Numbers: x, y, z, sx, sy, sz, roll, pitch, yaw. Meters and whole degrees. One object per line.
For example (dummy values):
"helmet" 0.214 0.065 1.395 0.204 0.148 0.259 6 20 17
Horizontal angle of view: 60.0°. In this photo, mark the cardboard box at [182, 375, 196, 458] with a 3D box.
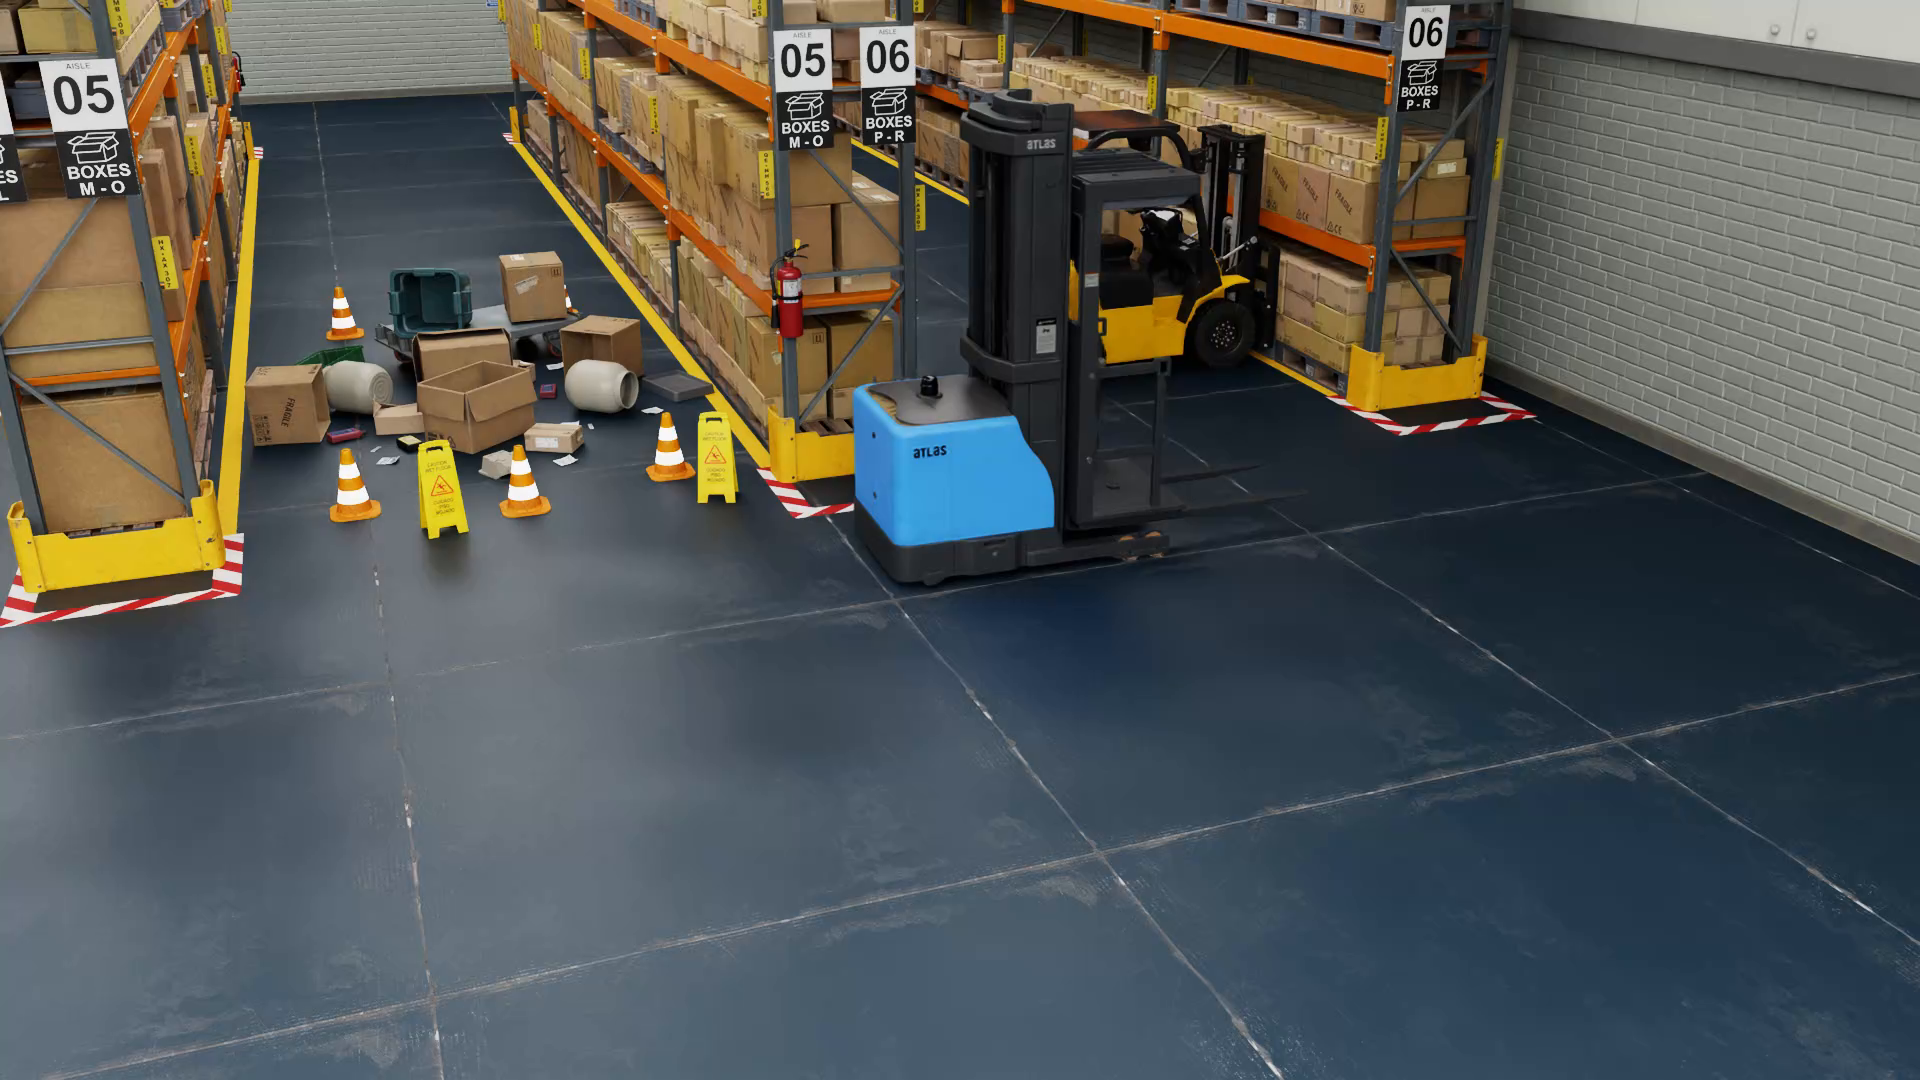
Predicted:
"cardboard box" -6.015 -0.963 11.867 0.875 0.875 0.875 -9 24 -20

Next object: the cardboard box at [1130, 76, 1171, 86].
"cardboard box" 2.099 -5.016 18.325 0.380 0.149 0.250 -9 24 -19

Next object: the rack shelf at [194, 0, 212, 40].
"rack shelf" -8.933 -5.876 18.393 1.077 0.370 4.000 -8 24 -19

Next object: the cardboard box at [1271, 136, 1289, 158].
"cardboard box" 2.976 -3.485 14.693 0.380 0.149 0.250 -8 24 -19

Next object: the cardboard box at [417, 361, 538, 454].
"cardboard box" -3.794 -1.048 13.088 0.637 0.503 0.797 12 26 27

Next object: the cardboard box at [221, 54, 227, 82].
"cardboard box" -9.761 -6.128 21.416 0.500 0.500 0.500 -8 24 -19

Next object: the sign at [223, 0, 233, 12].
"sign" -10.527 -7.753 23.885 0.100 0.325 0.005 -8 24 -19

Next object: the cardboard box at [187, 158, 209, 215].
"cardboard box" -6.927 -3.102 14.620 0.500 0.500 0.500 -8 24 -19

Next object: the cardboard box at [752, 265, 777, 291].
"cardboard box" -1.331 -1.975 12.397 0.380 0.149 0.250 -9 24 -20

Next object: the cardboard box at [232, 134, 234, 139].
"cardboard box" -10.096 -5.431 22.637 0.380 0.149 0.250 -8 24 -19

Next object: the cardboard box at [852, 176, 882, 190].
"cardboard box" -0.899 -2.489 12.781 0.500 0.500 0.500 -8 24 -17

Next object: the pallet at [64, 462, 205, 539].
"pallet" -5.756 -0.186 11.420 1.003 0.211 1.213 -8 24 -19

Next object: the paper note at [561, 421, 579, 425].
"paper note" -3.161 -0.934 13.440 0.148 0.019 0.142 0 23 -1

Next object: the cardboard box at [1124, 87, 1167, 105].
"cardboard box" 1.950 -4.669 17.502 0.380 0.149 0.250 -8 24 -19

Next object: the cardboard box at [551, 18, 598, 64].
"cardboard box" -4.778 -6.212 20.709 0.500 0.500 0.500 -9 24 -20

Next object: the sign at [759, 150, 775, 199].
"sign" -1.332 -2.518 11.464 0.100 0.325 0.005 -8 24 -19

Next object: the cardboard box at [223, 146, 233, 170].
"cardboard box" -8.971 -4.514 19.811 0.500 0.250 0.500 -7 24 -16

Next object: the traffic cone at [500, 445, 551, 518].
"traffic cone" -3.083 -0.442 11.703 0.336 0.463 0.334 -8 24 -19

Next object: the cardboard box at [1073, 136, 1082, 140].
"cardboard box" 1.482 -4.674 18.672 0.500 0.250 0.500 -8 24 -17

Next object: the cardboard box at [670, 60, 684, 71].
"cardboard box" -2.790 -4.934 17.207 0.380 0.149 0.250 -10 25 -22

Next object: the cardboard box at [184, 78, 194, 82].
"cardboard box" -8.482 -4.928 18.097 0.380 0.149 0.250 -9 25 -21

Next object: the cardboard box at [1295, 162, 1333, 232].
"cardboard box" 3.243 -2.969 14.302 0.500 0.500 0.500 -8 24 -17

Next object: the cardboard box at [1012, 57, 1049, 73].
"cardboard box" 0.848 -5.685 19.913 0.380 0.149 0.250 -8 24 -17

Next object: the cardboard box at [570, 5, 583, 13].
"cardboard box" -4.986 -6.981 22.534 0.500 0.500 0.500 -8 24 -19

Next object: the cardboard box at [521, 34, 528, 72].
"cardboard box" -5.997 -7.006 23.882 0.500 0.500 0.500 -8 24 -17

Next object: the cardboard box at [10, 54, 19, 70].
"cardboard box" -6.015 -2.957 10.195 0.380 0.149 0.250 -8 24 -18

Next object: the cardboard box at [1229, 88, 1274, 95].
"cardboard box" 2.869 -4.354 16.371 0.380 0.149 0.250 -9 24 -20

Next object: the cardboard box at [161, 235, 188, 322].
"cardboard box" -5.869 -1.807 11.482 0.875 0.550 0.550 -8 24 -19

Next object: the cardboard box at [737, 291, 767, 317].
"cardboard box" -1.525 -1.858 12.995 0.380 0.149 0.250 -8 24 -17

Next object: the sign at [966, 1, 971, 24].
"sign" 0.116 -7.561 23.836 0.100 0.325 0.005 -8 24 -19

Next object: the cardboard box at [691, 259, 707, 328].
"cardboard box" -2.063 -2.189 14.614 0.500 0.500 0.500 -7 24 -17

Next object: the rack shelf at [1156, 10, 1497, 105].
"rack shelf" 3.130 -4.367 14.814 1.077 0.370 4.000 -8 24 -19

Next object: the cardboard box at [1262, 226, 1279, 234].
"cardboard box" 3.138 -2.911 16.006 0.500 0.250 0.500 -8 24 -19

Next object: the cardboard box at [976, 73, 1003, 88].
"cardboard box" 0.420 -5.760 20.838 0.380 0.149 0.250 -8 24 -18

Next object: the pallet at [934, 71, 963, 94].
"pallet" 0.319 -6.114 22.142 1.003 0.211 1.213 -8 24 -19

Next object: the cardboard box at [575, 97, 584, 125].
"cardboard box" -4.248 -5.077 19.626 0.500 0.250 0.500 -8 24 -18

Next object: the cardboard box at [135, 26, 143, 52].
"cardboard box" -5.668 -3.325 11.068 0.380 0.149 0.250 -9 24 -19

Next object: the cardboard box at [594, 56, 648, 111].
"cardboard box" -3.689 -4.996 18.188 0.500 0.500 0.500 -9 24 -20

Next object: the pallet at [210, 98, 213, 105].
"pallet" -9.506 -5.166 19.891 1.003 0.211 1.213 -8 24 -19

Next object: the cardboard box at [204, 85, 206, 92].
"cardboard box" -8.765 -5.082 18.844 0.380 0.149 0.250 -7 24 -17

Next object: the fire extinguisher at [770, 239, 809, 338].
"fire extinguisher" -1.196 -1.767 11.680 0.296 0.674 0.183 -8 24 -19

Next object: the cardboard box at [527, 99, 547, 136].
"cardboard box" -6.131 -6.508 25.586 0.875 0.438 0.875 -9 25 -21

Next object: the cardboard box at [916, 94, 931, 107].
"cardboard box" -0.468 -6.269 23.722 0.380 0.149 0.250 -9 24 -20

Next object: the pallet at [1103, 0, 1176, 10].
"pallet" 2.100 -5.656 17.192 0.805 0.209 1.217 -9 25 -21

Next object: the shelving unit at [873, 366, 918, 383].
"shelving unit" -0.434 -0.649 11.438 0.215 1.050 0.252 13 26 28

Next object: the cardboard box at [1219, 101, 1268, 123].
"cardboard box" 2.646 -3.996 15.523 0.380 0.149 0.250 -9 24 -20

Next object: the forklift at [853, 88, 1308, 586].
"forklift" 0.858 -1.394 10.783 3.031 2.935 1.130 -8 24 -18

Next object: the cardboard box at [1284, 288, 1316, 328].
"cardboard box" 3.205 -2.064 14.642 0.500 0.250 0.500 -9 24 -20

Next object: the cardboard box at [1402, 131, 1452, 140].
"cardboard box" 3.883 -3.328 13.938 0.380 0.149 0.250 -7 24 -17

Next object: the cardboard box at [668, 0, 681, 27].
"cardboard box" -2.128 -4.427 13.841 0.500 0.250 0.500 -9 24 -19

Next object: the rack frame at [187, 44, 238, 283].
"rack frame" -8.227 -4.098 17.112 1.000 3.000 0.127 -8 24 -19

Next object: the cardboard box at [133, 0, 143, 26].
"cardboard box" -5.867 -3.642 11.307 0.500 0.250 0.500 -8 24 -19

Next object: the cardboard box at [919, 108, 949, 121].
"cardboard box" -0.354 -6.034 23.546 0.380 0.149 0.250 -9 24 -20

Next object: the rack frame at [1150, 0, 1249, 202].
"rack frame" 2.424 -4.043 16.981 1.000 3.000 0.127 -8 24 -19

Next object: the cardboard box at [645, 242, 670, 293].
"cardboard box" -2.663 -2.794 16.861 0.950 0.372 0.625 -7 24 -16
